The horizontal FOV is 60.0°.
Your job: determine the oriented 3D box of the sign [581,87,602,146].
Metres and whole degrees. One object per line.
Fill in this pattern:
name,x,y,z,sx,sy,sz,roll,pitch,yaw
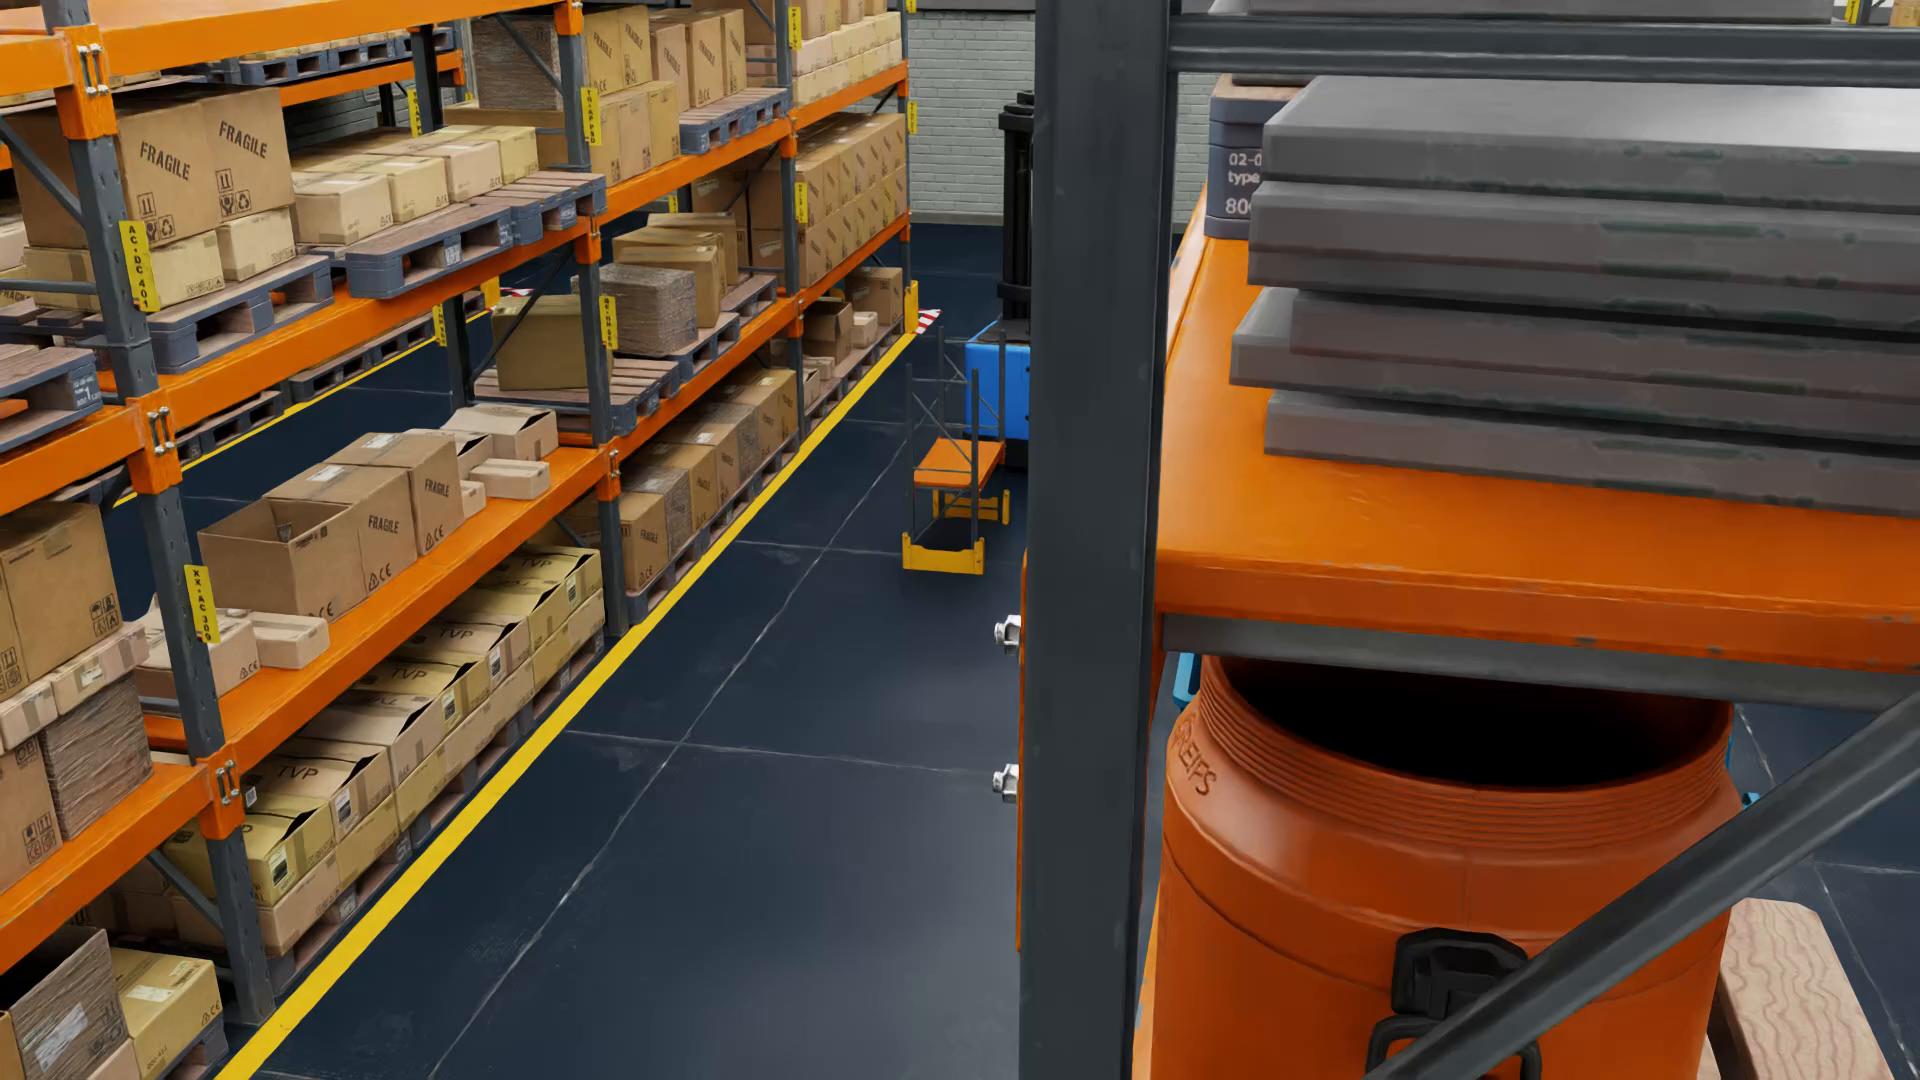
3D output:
sign,-2.125,-2.439,9.580,0.100,0.325,0.005,4,22,11

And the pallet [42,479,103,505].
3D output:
pallet,-7.282,-0.181,12.521,1.003,0.211,1.213,4,22,11

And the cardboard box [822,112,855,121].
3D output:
cardboard box,-1.383,-4.110,17.071,0.500,0.500,0.500,5,23,13

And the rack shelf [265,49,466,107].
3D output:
rack shelf,-6.292,-4.444,16.321,1.077,0.370,4.000,4,22,11

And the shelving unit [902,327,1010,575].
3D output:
shelving unit,-0.016,-0.668,12.004,0.587,1.500,1.083,4,22,11

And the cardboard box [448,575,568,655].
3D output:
cardboard box,-2.632,0.405,9.699,0.500,0.311,0.500,4,22,10

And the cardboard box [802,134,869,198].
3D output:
cardboard box,-1.164,-3.506,15.570,0.500,0.500,0.500,5,23,13

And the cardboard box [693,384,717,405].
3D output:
cardboard box,-2.285,-0.969,13.502,0.500,0.500,0.500,5,22,12

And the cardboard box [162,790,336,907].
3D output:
cardboard box,-3.154,1.335,7.391,0.500,0.311,0.500,5,22,11

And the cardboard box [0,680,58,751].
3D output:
cardboard box,-3.432,0.602,5.842,0.380,0.149,0.250,4,22,9

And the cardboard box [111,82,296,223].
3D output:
cardboard box,-3.224,-1.650,7.055,0.500,0.500,0.500,7,23,16

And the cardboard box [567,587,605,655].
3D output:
cardboard box,-2.535,0.476,10.276,0.500,0.250,0.500,5,22,12

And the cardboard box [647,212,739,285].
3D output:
cardboard box,-2.166,-2.364,13.512,0.700,0.500,0.500,-3,22,-7

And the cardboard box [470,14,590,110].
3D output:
cardboard box,-2.571,-2.877,9.994,0.500,0.500,0.500,4,22,11

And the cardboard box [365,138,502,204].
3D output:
cardboard box,-2.793,-1.969,8.851,0.500,0.250,0.500,5,22,12

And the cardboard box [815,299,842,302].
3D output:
cardboard box,-1.525,-2.310,17.166,0.500,0.250,0.500,4,22,11

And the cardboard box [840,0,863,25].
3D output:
cardboard box,-1.305,-5.087,15.481,0.700,0.500,0.500,4,22,11

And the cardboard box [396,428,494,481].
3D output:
cardboard box,-3.038,-0.462,9.606,0.500,0.311,0.500,4,22,10

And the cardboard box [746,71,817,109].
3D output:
cardboard box,-1.509,-3.760,13.859,0.500,0.250,0.500,4,22,11

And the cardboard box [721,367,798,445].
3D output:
cardboard box,-1.670,-1.121,13.879,0.500,0.500,0.500,4,22,11

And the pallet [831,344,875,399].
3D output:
pallet,-1.462,-1.684,16.252,1.003,0.211,1.213,4,22,11

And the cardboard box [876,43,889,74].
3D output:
cardboard box,-0.993,-4.674,16.128,0.500,0.250,0.500,4,22,11

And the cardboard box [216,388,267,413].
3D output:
cardboard box,-6.706,-1.605,14.639,0.750,0.750,0.750,5,22,12

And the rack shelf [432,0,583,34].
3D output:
rack shelf,-2.258,-3.811,11.269,1.077,0.370,4.000,4,22,11

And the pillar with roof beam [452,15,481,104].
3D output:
pillar with roof beam,-1.966,-7.626,19.243,9.100,9.000,0.400,4,22,11

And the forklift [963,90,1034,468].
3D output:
forklift,0.984,-2.425,14.451,1.130,2.935,3.031,7,23,18

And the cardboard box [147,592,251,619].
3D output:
cardboard box,-3.483,0.374,7.590,0.396,0.266,0.258,4,22,10

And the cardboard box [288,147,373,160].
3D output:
cardboard box,-6.281,-3.525,16.689,0.980,0.700,0.700,3,22,8

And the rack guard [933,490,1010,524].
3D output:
rack guard,0.086,-0.270,12.690,0.587,0.250,0.087,4,22,11

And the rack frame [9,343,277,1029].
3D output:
rack frame,-3.483,0.647,6.732,1.000,3.000,0.127,4,22,11

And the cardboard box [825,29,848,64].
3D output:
cardboard box,-1.294,-4.356,14.672,0.500,0.250,0.500,4,22,11

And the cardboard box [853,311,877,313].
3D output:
cardboard box,-1.074,-2.273,17.185,0.380,0.166,0.250,4,22,11

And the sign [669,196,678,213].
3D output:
sign,-2.383,-2.719,13.931,0.100,0.325,0.005,4,22,11

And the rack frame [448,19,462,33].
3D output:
rack frame,-5.884,-6.901,17.443,1.000,3.000,0.127,4,22,11

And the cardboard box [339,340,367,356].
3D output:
cardboard box,-6.342,-2.140,16.435,0.700,0.500,0.500,4,22,10

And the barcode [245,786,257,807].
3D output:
barcode,-3.023,1.095,7.090,0.001,0.075,0.075,4,22,11

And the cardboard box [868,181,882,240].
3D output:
cardboard box,-1.068,-3.232,16.228,0.500,0.500,0.500,5,22,11

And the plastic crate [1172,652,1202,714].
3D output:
plastic crate,0.644,0.384,3.390,0.392,0.384,0.575,4,22,11

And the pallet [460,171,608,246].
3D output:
pallet,-2.717,-1.865,9.206,1.213,0.211,1.003,6,23,13

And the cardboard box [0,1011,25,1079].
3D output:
cardboard box,-3.575,1.931,5.658,0.500,0.500,0.500,4,22,11

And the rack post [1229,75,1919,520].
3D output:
rack post,0.828,-0.329,1.794,0.937,0.300,0.954,7,23,17

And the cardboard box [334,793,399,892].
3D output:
cardboard box,-3.052,1.412,7.951,0.500,0.250,0.500,5,22,12

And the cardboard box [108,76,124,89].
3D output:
cardboard box,-7.038,-3.775,12.974,0.700,0.500,0.500,4,22,10

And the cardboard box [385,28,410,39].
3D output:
cardboard box,-5.879,-5.202,16.746,0.500,0.250,0.500,4,22,9

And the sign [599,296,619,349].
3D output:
sign,-2.122,-1.312,10.046,0.100,0.325,0.005,4,22,11

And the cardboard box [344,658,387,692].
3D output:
cardboard box,-3.370,0.741,8.867,0.500,0.311,0.500,4,22,10

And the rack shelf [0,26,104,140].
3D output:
rack shelf,-3.891,-0.885,4.004,1.077,0.370,4.000,4,22,11

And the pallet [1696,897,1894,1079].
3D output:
pallet,0.814,0.890,2.366,1.003,0.211,1.213,4,22,11

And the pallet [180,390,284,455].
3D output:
pallet,-6.784,-1.074,14.737,1.003,0.211,1.213,4,22,11

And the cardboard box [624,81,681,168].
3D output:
cardboard box,-2.400,-2.793,11.123,0.910,0.500,0.500,4,22,11

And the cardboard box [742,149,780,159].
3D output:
cardboard box,-1.898,-3.181,14.765,0.500,0.500,0.500,4,22,10

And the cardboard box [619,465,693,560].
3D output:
cardboard box,-2.192,-0.197,11.585,0.500,0.500,0.500,4,22,9

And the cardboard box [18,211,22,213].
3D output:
cardboard box,-6.866,-2.447,12.852,0.500,0.250,0.500,4,22,10

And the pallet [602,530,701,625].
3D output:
pallet,-2.477,0.207,11.556,1.003,0.211,1.213,4,22,11
